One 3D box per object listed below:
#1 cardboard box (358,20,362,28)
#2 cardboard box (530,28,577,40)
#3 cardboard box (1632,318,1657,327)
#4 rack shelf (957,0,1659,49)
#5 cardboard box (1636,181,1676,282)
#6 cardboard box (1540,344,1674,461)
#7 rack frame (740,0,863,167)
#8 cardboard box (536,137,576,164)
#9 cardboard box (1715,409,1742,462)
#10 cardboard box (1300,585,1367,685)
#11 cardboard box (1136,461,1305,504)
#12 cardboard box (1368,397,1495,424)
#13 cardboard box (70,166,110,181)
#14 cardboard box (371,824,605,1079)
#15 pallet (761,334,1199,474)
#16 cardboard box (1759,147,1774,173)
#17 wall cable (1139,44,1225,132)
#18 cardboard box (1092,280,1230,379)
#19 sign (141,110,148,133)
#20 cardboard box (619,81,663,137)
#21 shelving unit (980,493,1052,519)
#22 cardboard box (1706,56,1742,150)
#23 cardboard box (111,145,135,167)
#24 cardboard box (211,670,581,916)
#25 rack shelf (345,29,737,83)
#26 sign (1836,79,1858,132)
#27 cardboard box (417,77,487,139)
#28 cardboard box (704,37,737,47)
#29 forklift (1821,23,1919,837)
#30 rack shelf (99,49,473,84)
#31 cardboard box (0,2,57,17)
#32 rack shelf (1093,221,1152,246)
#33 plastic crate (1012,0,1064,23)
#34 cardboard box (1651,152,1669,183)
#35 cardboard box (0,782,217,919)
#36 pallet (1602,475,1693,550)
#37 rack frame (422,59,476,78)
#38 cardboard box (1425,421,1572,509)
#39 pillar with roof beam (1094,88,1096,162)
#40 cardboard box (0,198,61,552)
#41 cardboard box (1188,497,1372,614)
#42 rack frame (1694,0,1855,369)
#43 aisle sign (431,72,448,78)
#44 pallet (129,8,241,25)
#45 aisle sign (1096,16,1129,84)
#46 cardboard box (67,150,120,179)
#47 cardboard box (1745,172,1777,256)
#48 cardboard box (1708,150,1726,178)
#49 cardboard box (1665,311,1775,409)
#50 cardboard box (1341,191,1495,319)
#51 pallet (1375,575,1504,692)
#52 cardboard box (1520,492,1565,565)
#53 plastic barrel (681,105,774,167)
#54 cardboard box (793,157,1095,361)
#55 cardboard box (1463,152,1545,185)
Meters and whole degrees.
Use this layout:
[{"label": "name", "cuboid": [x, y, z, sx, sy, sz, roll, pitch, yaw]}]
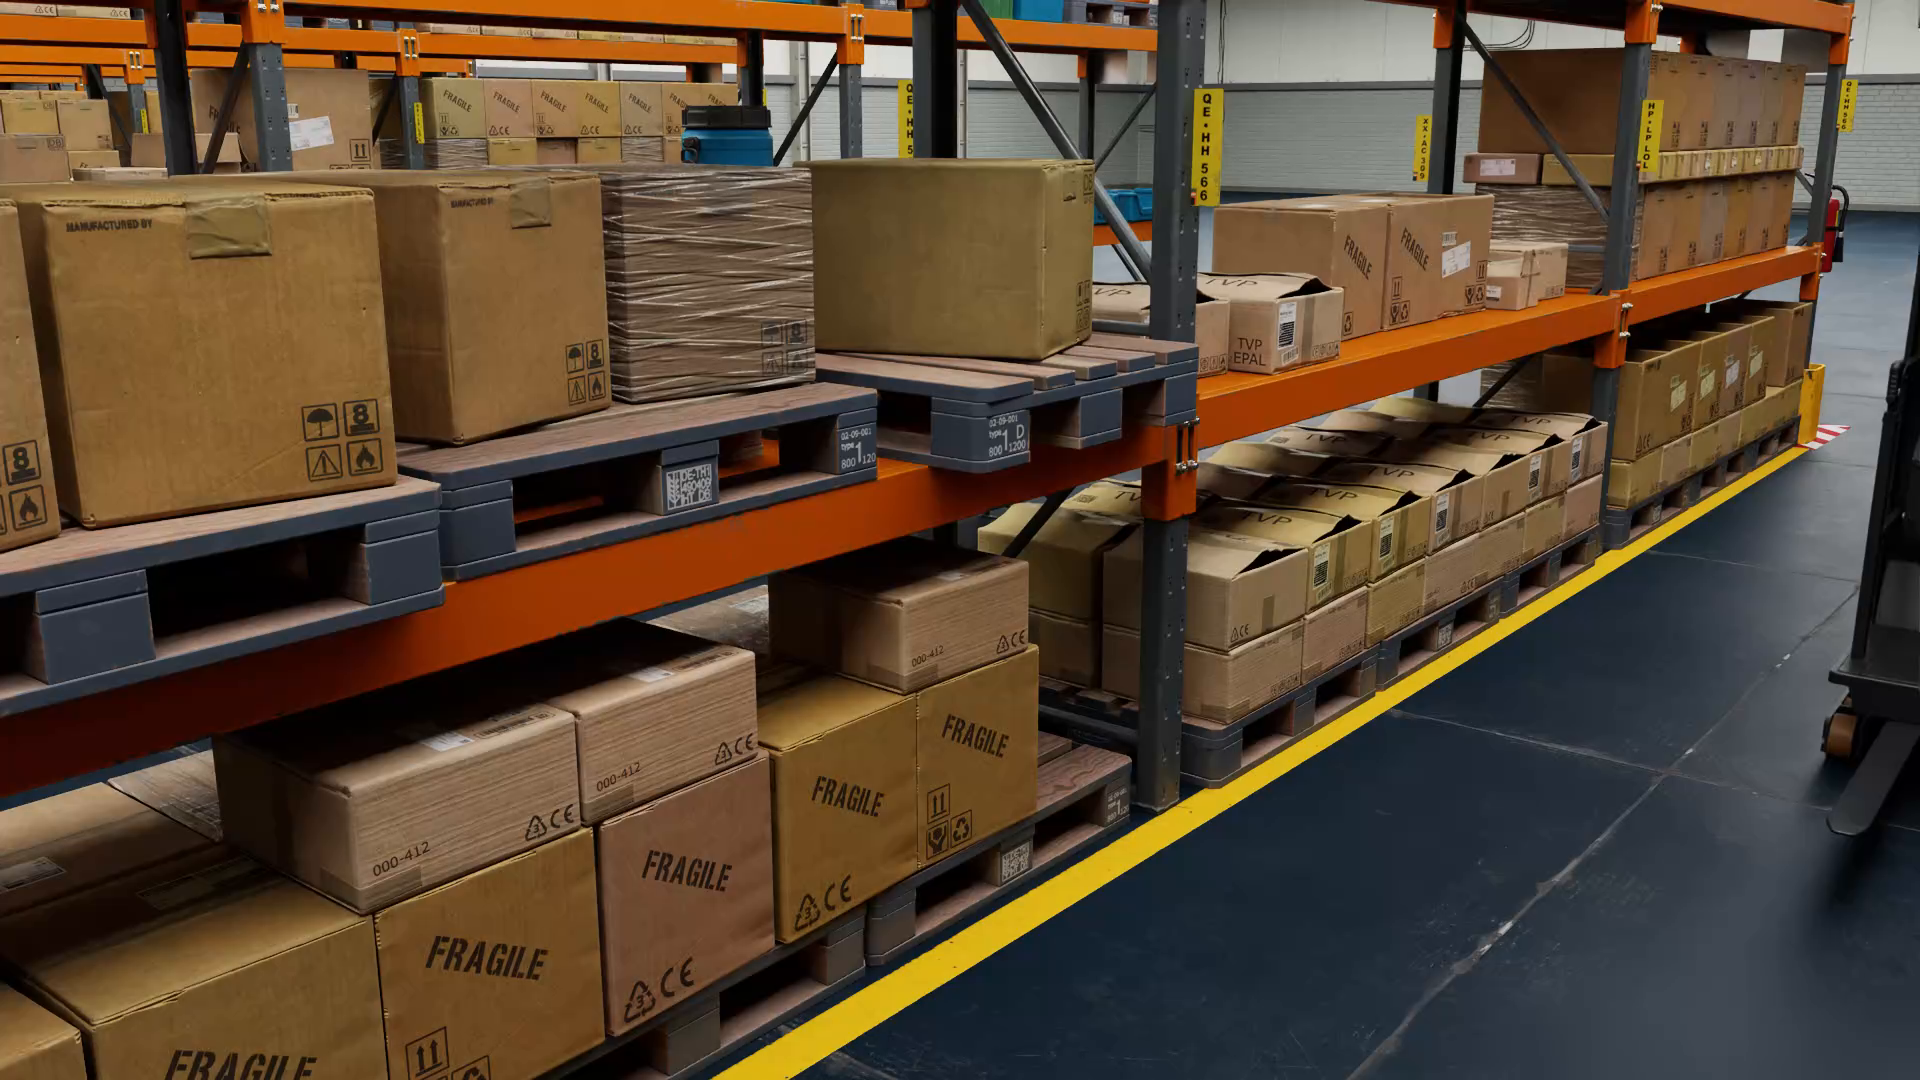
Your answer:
[{"label": "cardboard box", "cuboid": [-6.781, -5.804, 18.739, 0.380, 0.149, 0.250, 11, 18, 37]}, {"label": "cardboard box", "cuboid": [-3.784, -4.601, 14.856, 0.500, 0.250, 0.500, 10, 18, 35]}, {"label": "cardboard box", "cuboid": [3.847, -1.089, 10.028, 0.500, 0.500, 0.500, 11, 18, 38]}, {"label": "rack shelf", "cuboid": [1.531, -2.166, 6.427, 1.077, 0.370, 4.000, 11, 18, 38]}, {"label": "cardboard box", "cuboid": [3.388, -1.681, 8.943, 0.700, 0.500, 0.500, 11, 18, 37]}, {"label": "cardboard box", "cuboid": [3.323, -0.719, 8.569, 0.500, 0.500, 0.500, 11, 18, 38]}, {"label": "rack frame", "cuboid": [-1.063, -2.211, 11.236, 1.000, 3.000, 0.127, 11, 18, 38]}, {"label": "cardboard box", "cuboid": [-4.007, -3.449, 15.300, 0.875, 0.500, 0.500, 11, 18, 38]}, {"label": "cardboard box", "cuboid": [4.261, -0.644, 9.796, 0.500, 0.250, 0.500, 11, 18, 38]}, {"label": "cardboard box", "cuboid": [1.147, 0.300, 6.083, 0.500, 0.250, 0.500, 11, 18, 36]}, {"label": "cardboard box", "cuboid": [1.052, -0.156, 6.738, 0.500, 0.311, 0.500, 11, 18, 37]}, {"label": "cardboard box", "cuboid": [2.334, -0.546, 8.274, 0.500, 0.311, 0.500, 11, 18, 38]}, {"label": "cardboard box", "cuboid": [-6.591, -2.711, 12.624, 0.396, 0.266, 0.258, 11, 18, 36]}, {"label": "cardboard box", "cuboid": [-1.100, 0.833, 3.436, 0.500, 0.500, 0.500, 12, 18, 38]}, {"label": "pallet", "cuboid": [-0.098, -0.445, 4.670, 1.213, 0.211, 1.003, 11, 18, 38]}, {"label": "cardboard box", "cuboid": [4.726, -2.323, 10.156, 0.380, 0.149, 0.250, 12, 18, 38]}, {"label": "wall cable", "cuboid": [6.625, -13.559, 50.025, 3.097, 2.526, 0.112, 11, 18, 38]}, {"label": "cardboard box", "cuboid": [0.536, -0.698, 5.459, 0.500, 0.311, 0.500, 13, 19, 41]}, {"label": "sign", "cuboid": [-8.281, -4.206, 16.895, 0.100, 0.325, 0.005, 11, 18, 38]}, {"label": "cardboard box", "cuboid": [-3.180, -4.086, 15.776, 0.500, 0.500, 0.500, 11, 18, 38]}, {"label": "shelving unit", "cuboid": [-0.004, -0.544, 8.479, 0.538, 1.125, 1.048, 11, 18, 38]}, {"label": "cardboard box", "cuboid": [4.008, -2.496, 9.517, 0.700, 0.500, 0.500, 11, 18, 38]}, {"label": "cardboard box", "cuboid": [-8.487, -3.910, 17.618, 0.875, 0.550, 0.550, 11, 18, 38]}, {"label": "cardboard box", "cuboid": [-1.118, 0.476, 3.316, 0.500, 0.250, 0.500, 11, 18, 38]}, {"label": "rack shelf", "cuboid": [-3.658, -4.466, 15.480, 1.077, 0.370, 4.000, 11, 18, 38]}, {"label": "sign", "cuboid": [5.715, -2.800, 10.719, 0.100, 0.325, 0.005, 11, 18, 38]}, {"label": "cardboard box", "cuboid": [-4.434, -3.702, 14.266, 0.500, 0.500, 0.500, 11, 18, 38]}, {"label": "cardboard box", "cuboid": [-2.506, -4.993, 16.400, 0.500, 0.250, 0.500, 12, 18, 39]}, {"label": "forklift", "cuboid": [3.575, -0.654, 5.243, 1.130, 2.935, 3.031, 11, 18, 36]}, {"label": "rack shelf", "cuboid": [-7.452, -5.253, 18.578, 1.077, 0.370, 4.000, 11, 18, 38]}, {"label": "cardboard box", "cuboid": [-6.613, -3.742, 11.473, 0.500, 0.250, 0.500, 12, 18, 39]}, {"label": "rack shelf", "cuboid": [0.194, -2.246, 12.832, 1.077, 0.370, 4.000, 11, 18, 38]}, {"label": "plastic crate", "cuboid": [0.487, -4.012, 12.263, 0.392, 0.384, 0.575, 11, 18, 38]}, {"label": "cardboard box", "cuboid": [3.426, -1.926, 8.593, 0.380, 0.149, 0.250, 11, 18, 36]}, {"label": "cardboard box", "cuboid": [-1.836, 0.854, 3.353, 0.500, 0.500, 0.500, 11, 18, 38]}, {"label": "pallet", "cuboid": [3.320, -0.239, 9.133, 1.003, 0.211, 1.213, 11, 18, 38]}, {"label": "rack frame", "cuboid": [-6.195, -4.531, 20.366, 1.000, 3.000, 0.127, 11, 18, 38]}, {"label": "cardboard box", "cuboid": [2.434, -0.364, 7.558, 0.500, 0.311, 0.500, 12, 18, 39]}, {"label": "pillar with roof beam", "cuboid": [7.093, -14.038, 45.605, 9.100, 9.000, 0.400, 11, 18, 38]}, {"label": "cardboard box", "cuboid": [-1.769, -0.220, 2.342, 0.700, 0.500, 0.500, 5, 15, 19]}, {"label": "cardboard box", "cuboid": [1.155, 0.022, 6.035, 0.500, 0.311, 0.500, 11, 18, 36]}, {"label": "rack frame", "cuboid": [5.302, -2.210, 11.231, 1.000, 3.000, 0.127, 11, 18, 38]}, {"label": "aisle sign", "cuboid": [-6.384, -5.851, 20.282, 0.394, 0.787, 0.004, 11, 18, 38]}, {"label": "pallet", "cuboid": [-6.035, -4.040, 12.723, 1.213, 0.211, 1.003, 11, 18, 38]}, {"label": "aisle sign", "cuboid": [1.269, -4.297, 14.164, 0.394, 0.787, 0.004, 11, 18, 38]}, {"label": "cardboard box", "cuboid": [-8.829, -3.672, 16.782, 0.500, 0.500, 0.500, 11, 18, 37]}, {"label": "cardboard box", "cuboid": [4.672, -2.070, 10.476, 0.700, 0.500, 0.500, 12, 18, 39]}, {"label": "cardboard box", "cuboid": [4.078, -2.126, 9.378, 0.380, 0.149, 0.250, 11, 18, 37]}, {"label": "cardboard box", "cuboid": [4.579, -1.102, 10.077, 0.500, 0.500, 0.500, 11, 18, 38]}, {"label": "cardboard box", "cuboid": [1.961, -1.247, 7.237, 0.500, 0.500, 0.500, 13, 19, 41]}, {"label": "pallet", "cuboid": [1.589, 0.289, 7.056, 1.003, 0.211, 1.213, 11, 18, 38]}, {"label": "cardboard box", "cuboid": [2.433, -0.094, 7.633, 0.500, 0.250, 0.500, 11, 18, 37]}, {"label": "plastic barrel", "cuboid": [-1.541, -2.427, 11.068, 0.600, 0.901, 0.708, 11, 18, 38]}, {"label": "cardboard box", "cuboid": [-0.034, -0.792, 4.593, 0.700, 0.500, 0.500, 5, 15, 19]}, {"label": "cardboard box", "cuboid": [2.792, -1.892, 8.459, 0.380, 0.149, 0.250, 11, 18, 37]}]
